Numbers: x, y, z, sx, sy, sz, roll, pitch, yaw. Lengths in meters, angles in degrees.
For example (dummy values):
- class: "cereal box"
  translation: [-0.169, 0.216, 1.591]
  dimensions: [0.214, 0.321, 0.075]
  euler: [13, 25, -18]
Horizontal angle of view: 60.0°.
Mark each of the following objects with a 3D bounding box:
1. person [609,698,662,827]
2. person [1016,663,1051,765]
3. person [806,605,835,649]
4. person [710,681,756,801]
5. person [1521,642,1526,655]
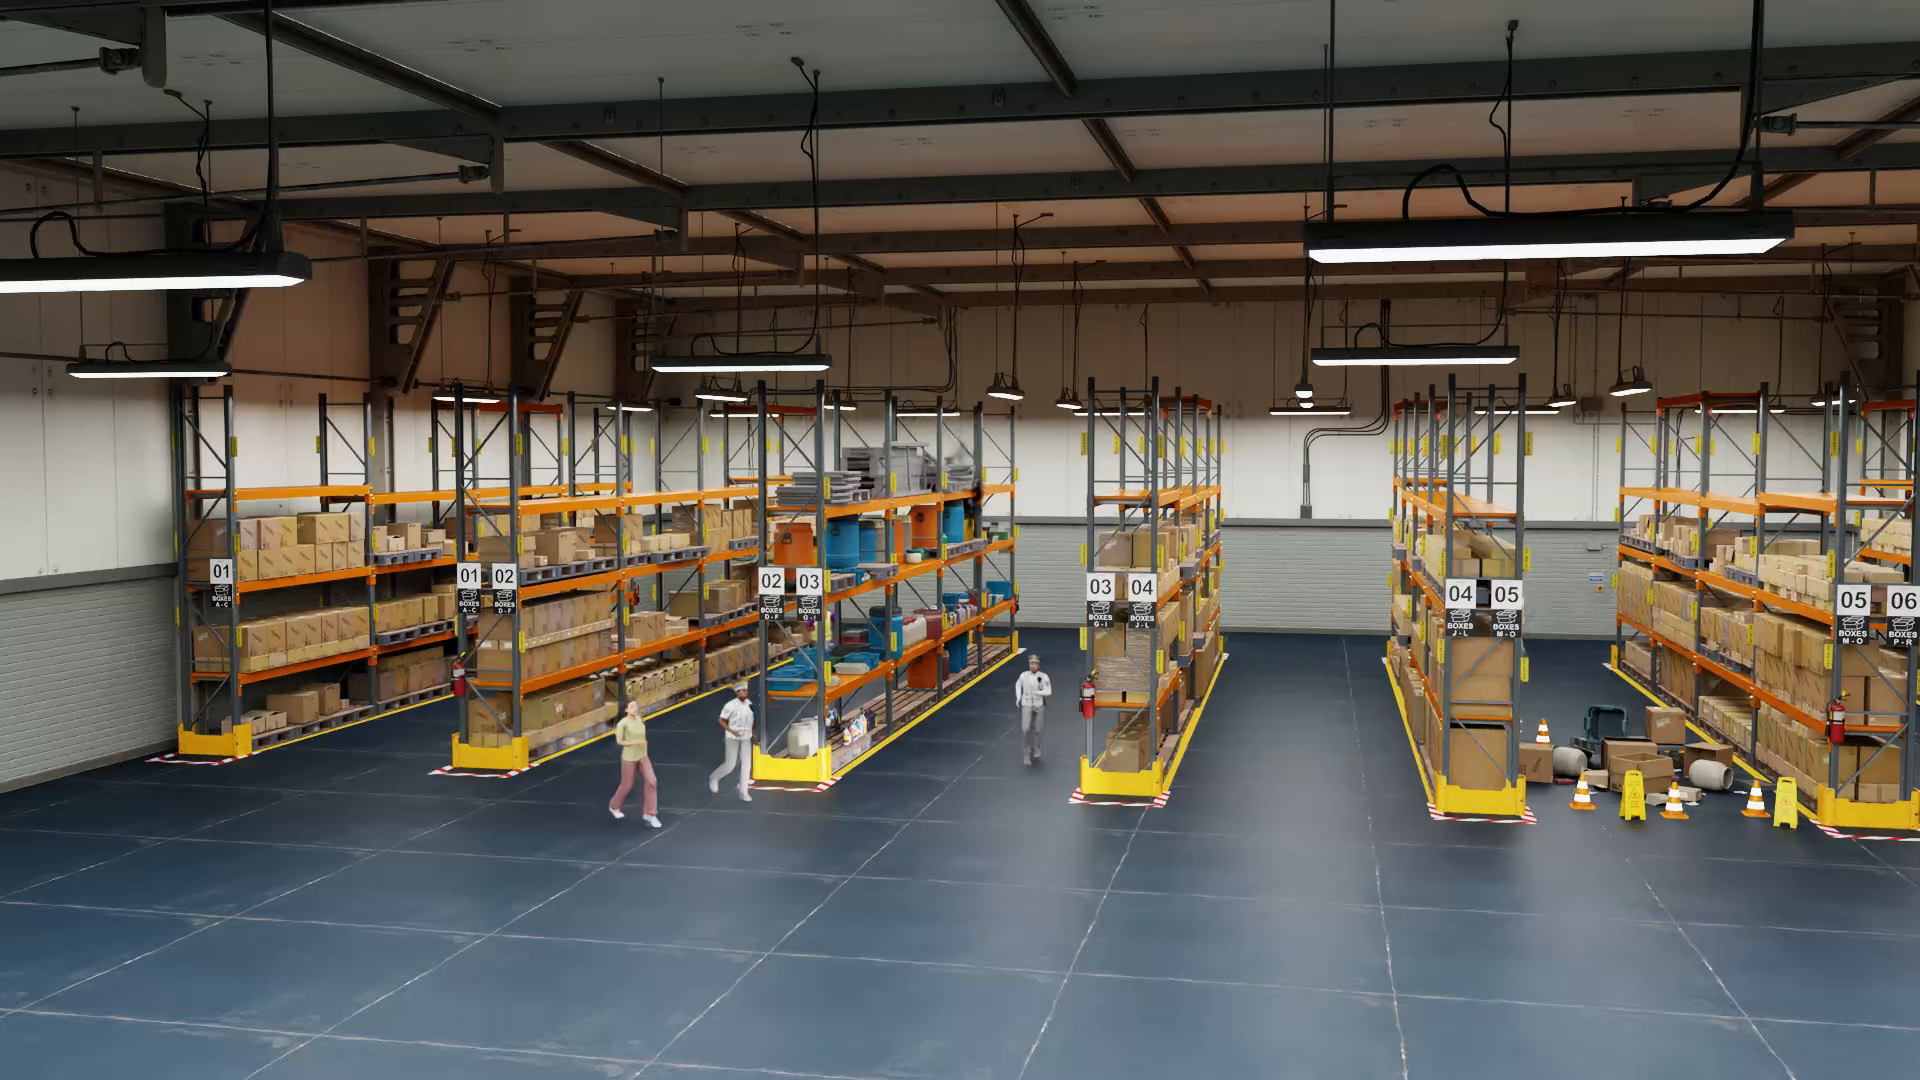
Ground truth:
- class: "person"
  translation: [-4.328, 2.937, 22.095]
  dimensions: [0.886, 1.689, 0.577]
  euler: [3, 4, 41]
- class: "person"
  translation: [1.162, 2.706, 26.378]
  dimensions: [0.578, 1.707, 0.740]
  euler: [0, 3, 5]
- class: "person"
  translation: [-2.912, 2.146, 35.005]
  dimensions: [0.667, 1.803, 0.781]
  euler: [0, 3, 3]
- class: "person"
  translation: [-3.148, 2.835, 23.753]
  dimensions: [0.890, 1.660, 0.647]
  euler: [3, 4, 43]
- class: "person"
  translation: [12.982, 1.931, 39.379]
  dimensions: [0.849, 1.831, 0.630]
  euler: [1, 3, 18]
